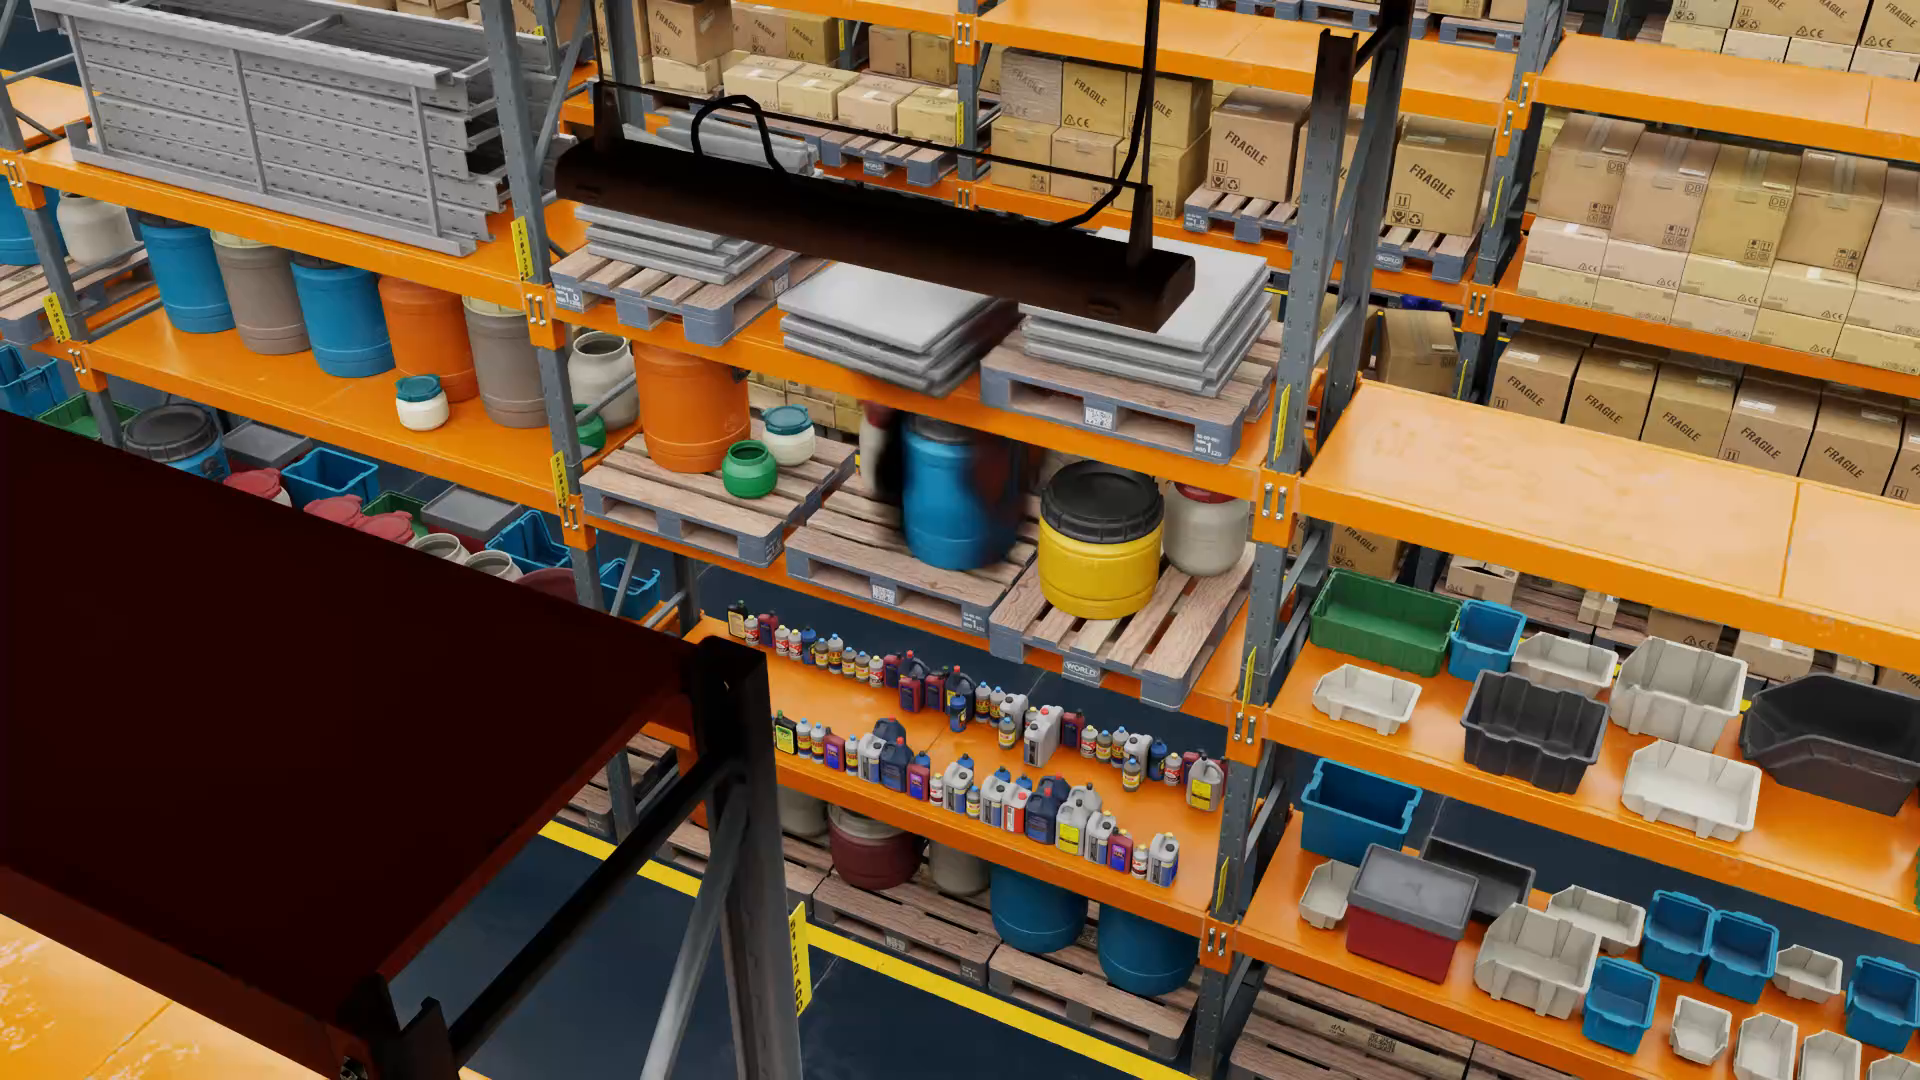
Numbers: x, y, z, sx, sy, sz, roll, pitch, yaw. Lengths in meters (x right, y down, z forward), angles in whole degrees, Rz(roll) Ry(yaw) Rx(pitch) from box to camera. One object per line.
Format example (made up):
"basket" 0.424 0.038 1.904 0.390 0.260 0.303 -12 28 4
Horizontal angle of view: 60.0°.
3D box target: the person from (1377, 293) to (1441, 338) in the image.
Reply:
"person" 4.148 -1.858 15.127 0.939 1.594 0.397 12 37 17
